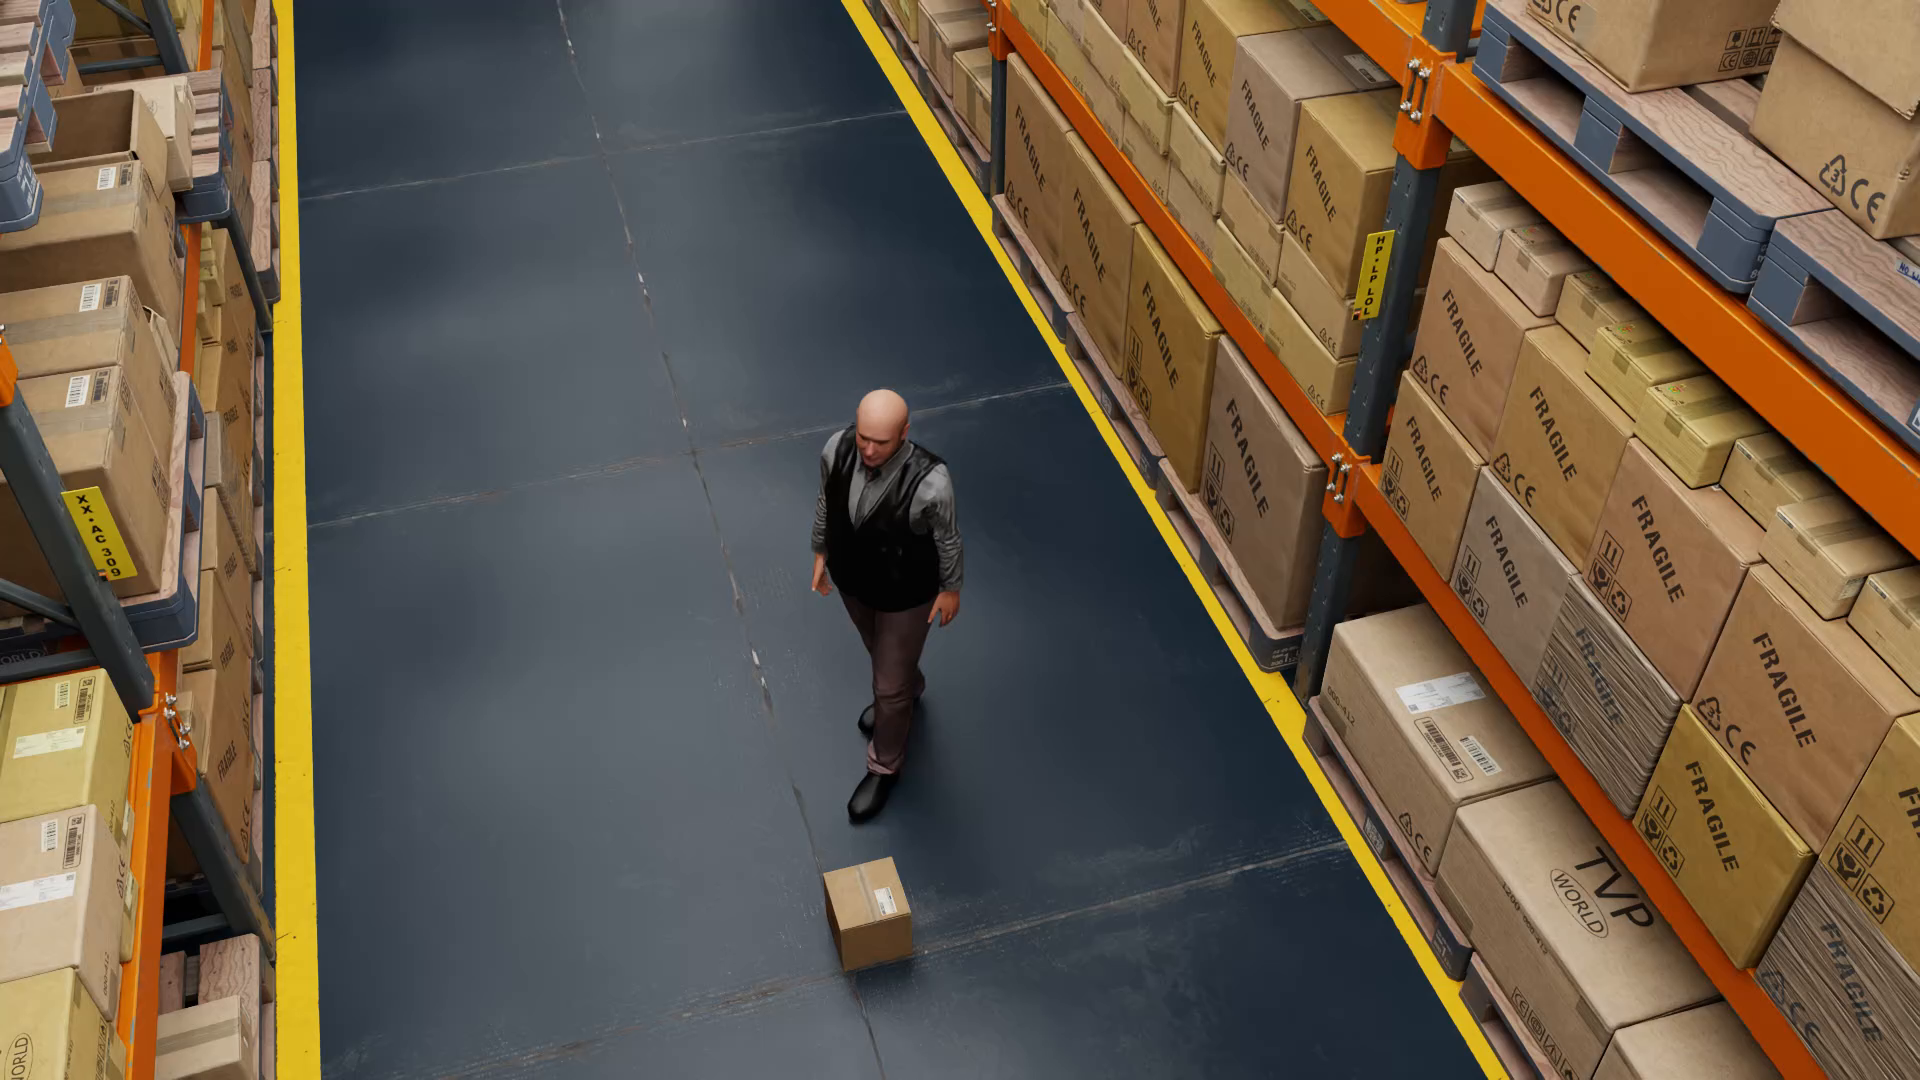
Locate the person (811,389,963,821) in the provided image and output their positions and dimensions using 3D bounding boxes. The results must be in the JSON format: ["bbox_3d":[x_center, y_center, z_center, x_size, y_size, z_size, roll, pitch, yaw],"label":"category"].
[{"bbox_3d":[-0.322,0.186,5.963,0.567,1.719,0.672,27,48,27],"label":"person"}]
